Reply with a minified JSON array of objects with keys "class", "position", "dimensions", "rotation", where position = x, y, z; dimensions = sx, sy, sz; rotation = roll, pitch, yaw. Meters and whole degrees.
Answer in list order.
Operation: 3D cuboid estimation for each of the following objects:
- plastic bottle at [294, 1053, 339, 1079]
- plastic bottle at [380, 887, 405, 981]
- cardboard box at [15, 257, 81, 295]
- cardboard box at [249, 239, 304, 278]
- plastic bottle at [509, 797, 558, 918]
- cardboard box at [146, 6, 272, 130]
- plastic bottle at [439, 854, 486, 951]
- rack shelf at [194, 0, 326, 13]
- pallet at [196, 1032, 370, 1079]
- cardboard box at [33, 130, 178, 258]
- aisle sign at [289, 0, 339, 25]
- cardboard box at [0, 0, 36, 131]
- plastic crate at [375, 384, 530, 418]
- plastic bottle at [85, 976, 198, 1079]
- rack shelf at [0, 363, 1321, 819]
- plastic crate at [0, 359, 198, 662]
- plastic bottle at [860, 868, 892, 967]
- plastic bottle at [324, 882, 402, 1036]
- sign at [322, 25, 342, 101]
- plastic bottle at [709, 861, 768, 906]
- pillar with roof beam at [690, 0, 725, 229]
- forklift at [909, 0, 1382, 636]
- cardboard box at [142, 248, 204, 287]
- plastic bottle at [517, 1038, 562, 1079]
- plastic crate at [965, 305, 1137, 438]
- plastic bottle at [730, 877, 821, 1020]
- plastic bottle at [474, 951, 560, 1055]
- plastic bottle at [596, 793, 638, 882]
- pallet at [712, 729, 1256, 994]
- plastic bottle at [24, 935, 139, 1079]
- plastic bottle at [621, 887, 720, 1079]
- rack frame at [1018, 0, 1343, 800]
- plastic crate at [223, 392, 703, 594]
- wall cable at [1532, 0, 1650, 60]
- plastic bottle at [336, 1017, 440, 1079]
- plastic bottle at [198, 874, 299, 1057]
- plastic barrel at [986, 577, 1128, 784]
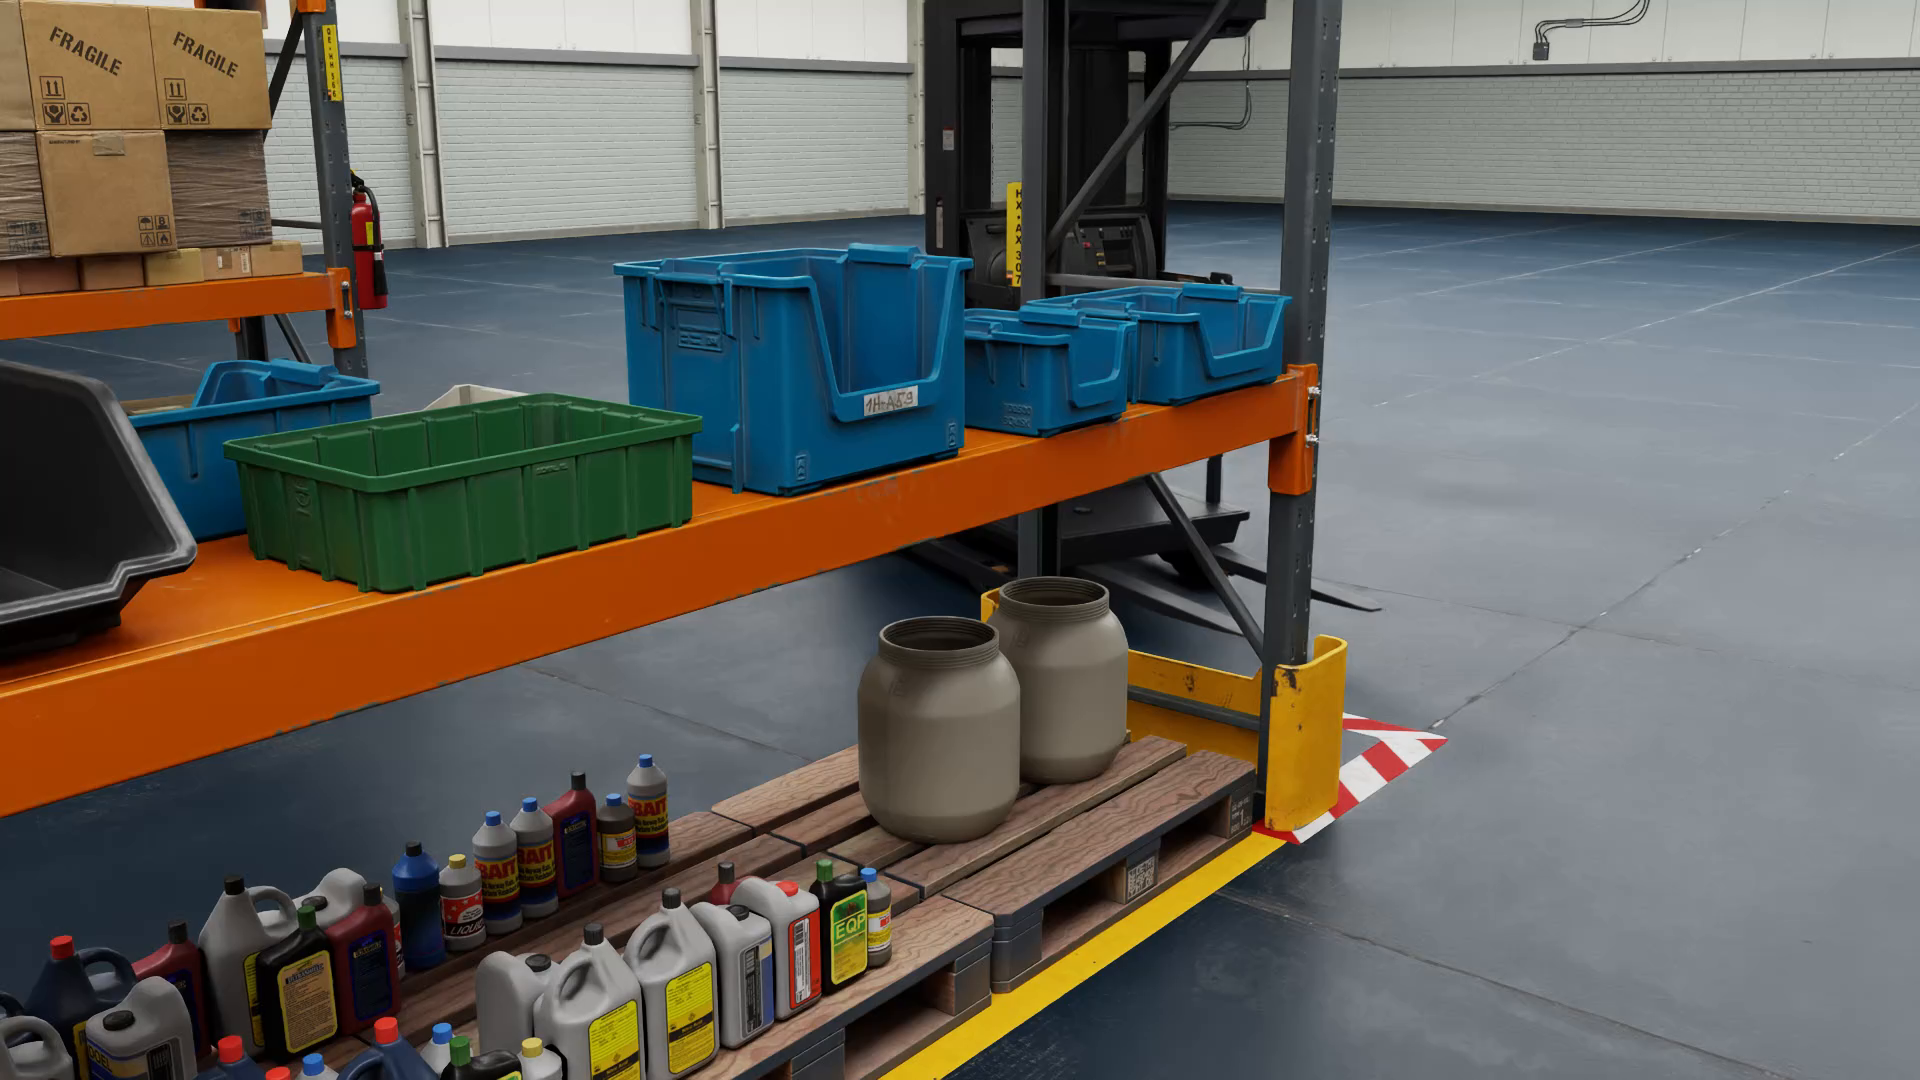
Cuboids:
[{"class":"plastic bottle","position":[-1.071,0.989,2.785],"dimensions":[0.097,0.271,0.097],"rotation":[0,14,0]},{"class":"plastic bottle","position":[-1.236,0.836,3.530],"dimensions":[0.097,0.201,0.097],"rotation":[0,14,0]},{"class":"cardboard box","position":[-3.889,-1.117,6.937],"dimensions":[0.380,0.149,0.250],"rotation":[11,18,38]},{"class":"cardboard box","position":[-3.256,-1.307,7.688],"dimensions":[0.380,0.149,0.250],"rotation":[11,18,38]},{"class":"plastic bottle","position":[-0.982,0.724,3.827],"dimensions":[0.097,0.271,0.097],"rotation":[0,14,0]},{"class":"cardboard box","position":[-3.390,-2.049,7.260],"dimensions":[0.500,0.500,0.500],"rotation":[11,18,38]},{"class":"plastic bottle","position":[-1.107,0.797,3.685],"dimensions":[0.097,0.201,0.097],"rotation":[0,14,0]},{"class":"rack shelf","position":[-4.494,-2.238,6.209],"dimensions":[1.077,0.370,4.000],"rotation":[11,18,38]},{"class":"pallet","position":[-1.444,1.246,2.789],"dimensions":[1.003,0.211,1.213],"rotation":[11,18,38]},{"class":"cardboard box","position":[-3.825,-1.493,7.100],"dimensions":[0.875,0.500,0.500],"rotation":[11,18,38]},{"class":"aisle sign","position":[-2.965,-2.741,7.541],"dimensions":[0.394,0.787,0.004],"rotation":[11,18,38]},{"class":"cardboard box","position":[-4.016,-1.857,6.504],"dimensions":[0.500,0.500,0.500],"rotation":[11,18,38]},{"class":"plastic crate","position":[-1.075,-0.206,3.376],"dimensions":[0.530,0.136,0.437],"rotation":[11,18,38]},{"class":"plastic bottle","position":[-1.466,0.937,2.980],"dimensions":[0.152,0.276,0.135],"rotation":[11,18,38]},{"class":"rack shelf","position":[-0.642,-0.018,3.561],"dimensions":[1.077,0.370,4.000],"rotation":[11,18,38]},{"class":"plastic crate","position":[-1.471,-0.034,2.290],"dimensions":[0.767,0.338,0.504],"rotation":[11,18,38]},{"class":"plastic bottle","position":[-0.198,0.813,3.619],"dimensions":[0.097,0.201,0.097],"rotation":[0,14,0]},{"class":"plastic bottle","position":[-1.206,0.839,3.350],"dimensions":[0.061,0.283,0.133],"rotation":[11,18,38]},{"class":"sign","position":[-2.818,-2.140,7.463],"dimensions":[0.100,0.325,0.005],"rotation":[11,18,38]},{"class":"plastic bottle","position":[-0.461,0.801,3.500],"dimensions":[0.061,0.283,0.133],"rotation":[11,18,38]},{"class":"pillar with roof beam","position":[-1.285,-9.511,27.287],"dimensions":[9.100,9.000,0.400],"rotation":[11,18,38]},{"class":"forklift","position":[0.550,-1.234,7.029],"dimensions":[1.130,2.935,3.031],"rotation":[-8,16,-28]},{"class":"cardboard box","position":[-3.530,-1.204,7.280],"dimensions":[0.380,0.149,0.250],"rotation":[11,18,38]},{"class":"plastic bottle","position":[-0.754,0.983,2.952],"dimensions":[0.097,0.201,0.097],"rotation":[0,14,0]},{"class":"plastic crate","position":[0.121,-0.412,3.953],"dimensions":[0.499,0.251,0.408],"rotation":[11,18,38]},{"class":"plastic bottle","position":[-0.378,0.821,3.437],"dimensions":[0.152,0.276,0.135],"rotation":[11,18,38]},{"class":"plastic bottle","position":[-0.814,0.898,3.136],"dimensions":[0.152,0.276,0.135],"rotation":[11,18,38]},{"class":"plastic bottle","position":[-0.832,0.713,4.016],"dimensions":[0.097,0.201,0.097],"rotation":[0,14,0]},{"class":"pallet","position":[0.090,0.779,4.628],"dimensions":[1.003,0.211,1.213],"rotation":[11,18,38]},{"class":"plastic bottle","position":[-1.597,0.883,3.042],"dimensions":[0.144,0.351,0.185],"rotation":[10,17,35]},{"class":"plastic bottle","position":[-0.566,0.844,3.195],"dimensions":[0.144,0.351,0.185],"rotation":[12,19,40]},{"class":"rack frame","position":[0.615,-0.749,4.980],"dimensions":[1.000,3.000,0.127],"rotation":[11,18,38]},{"class":"plastic crate","position":[-0.826,-0.097,2.842],"dimensions":[0.450,0.188,0.662],"rotation":[11,18,38]},{"class":"wall cable","position":[13.163,-13.011,34.158],"dimensions":[2.305,6.003,0.169],"rotation":[11,18,38]},{"class":"plastic bottle","position":[-0.950,0.961,2.735],"dimensions":[0.144,0.351,0.185],"rotation":[10,18,35]},{"class":"plastic bottle","position":[-1.394,0.821,3.286],"dimensions":[0.144,0.351,0.185],"rotation":[11,18,37]},{"class":"plastic barrel","position":[0.261,0.391,4.692],"dimensions":[0.421,0.512,0.421],"rotation":[0,14,0]}]
